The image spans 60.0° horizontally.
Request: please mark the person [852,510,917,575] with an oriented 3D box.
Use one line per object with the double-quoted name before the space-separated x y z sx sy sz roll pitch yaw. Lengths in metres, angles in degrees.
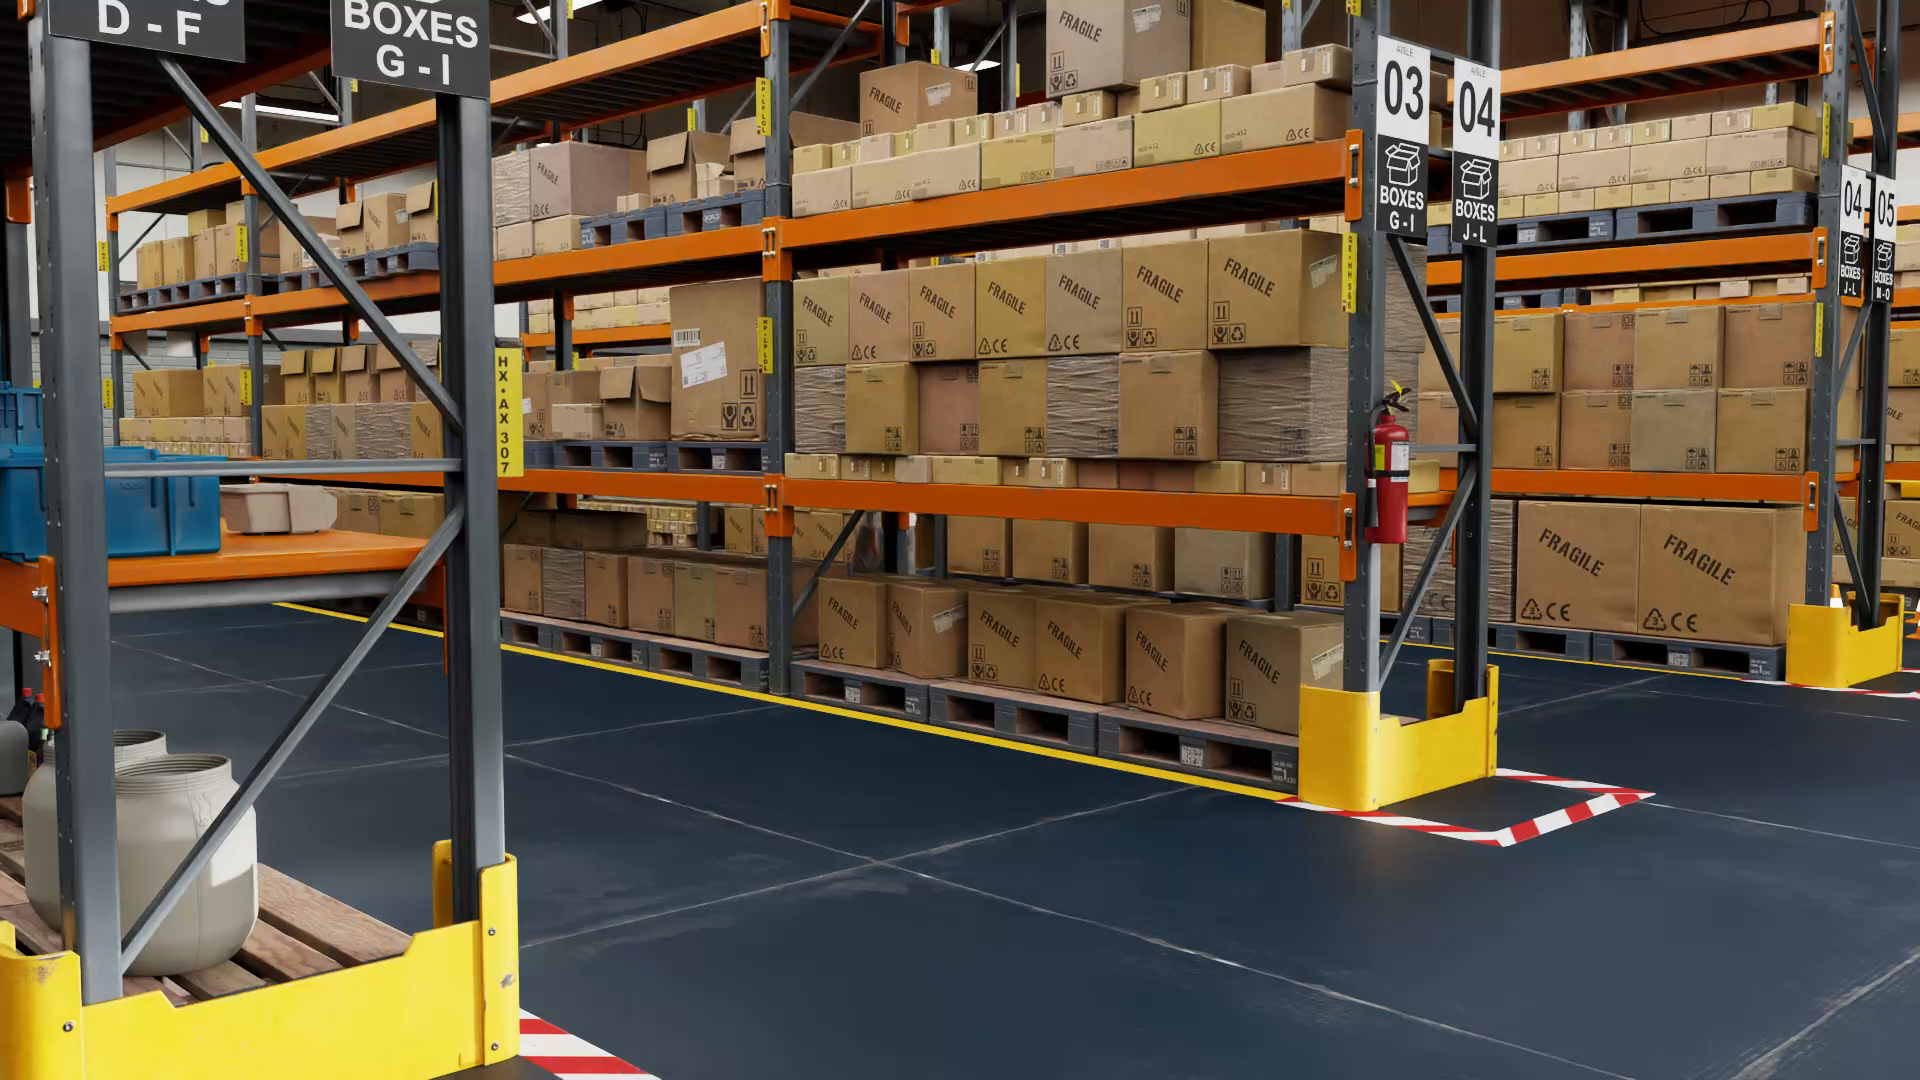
"person" -0.491 -0.095 11.975 0.548 1.743 0.961 -4 5 -43
